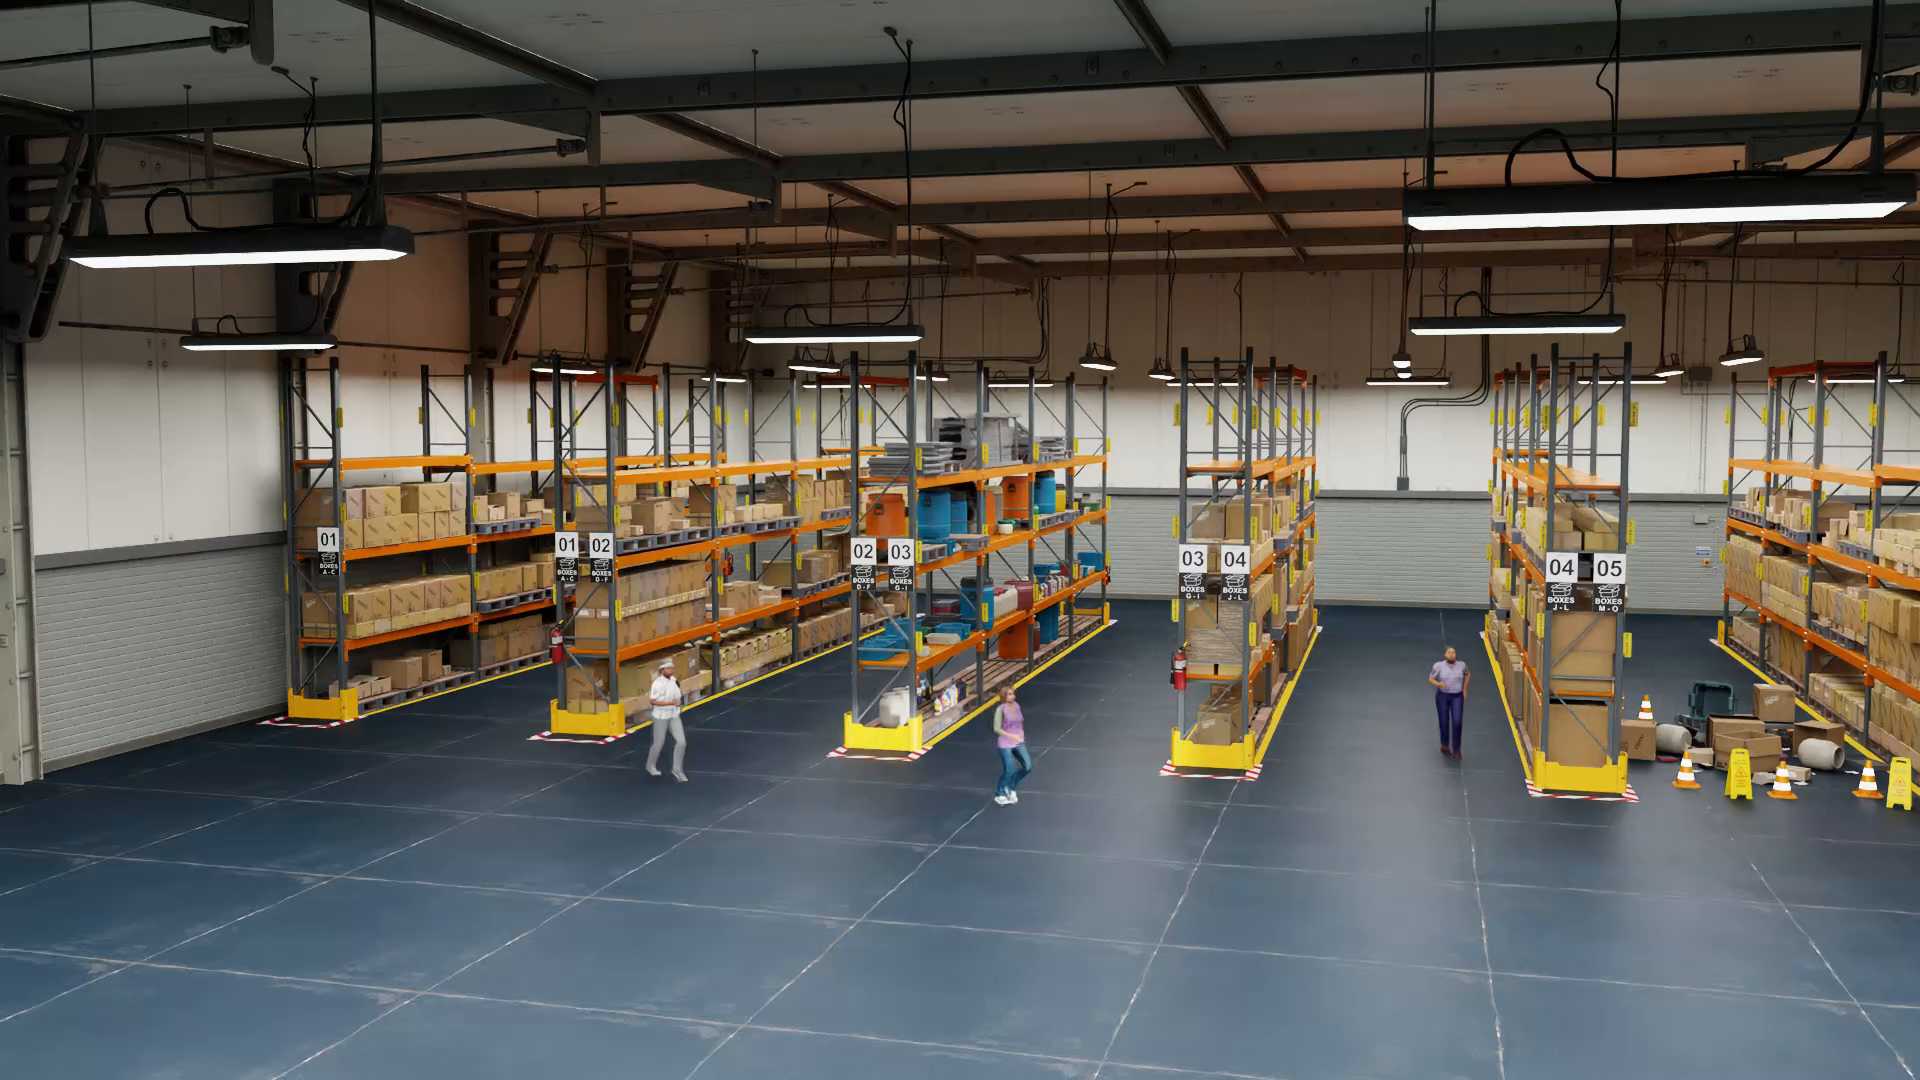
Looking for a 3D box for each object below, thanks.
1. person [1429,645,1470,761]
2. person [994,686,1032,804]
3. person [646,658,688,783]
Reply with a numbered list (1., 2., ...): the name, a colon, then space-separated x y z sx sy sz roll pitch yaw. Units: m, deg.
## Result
1. person: 7.220 2.411 24.556 0.587 1.683 0.744 1 4 16
2. person: 0.669 2.646 21.402 0.553 1.556 0.591 -3 5 -39
3. person: -4.061 2.480 22.907 0.768 1.752 0.565 4 6 44
